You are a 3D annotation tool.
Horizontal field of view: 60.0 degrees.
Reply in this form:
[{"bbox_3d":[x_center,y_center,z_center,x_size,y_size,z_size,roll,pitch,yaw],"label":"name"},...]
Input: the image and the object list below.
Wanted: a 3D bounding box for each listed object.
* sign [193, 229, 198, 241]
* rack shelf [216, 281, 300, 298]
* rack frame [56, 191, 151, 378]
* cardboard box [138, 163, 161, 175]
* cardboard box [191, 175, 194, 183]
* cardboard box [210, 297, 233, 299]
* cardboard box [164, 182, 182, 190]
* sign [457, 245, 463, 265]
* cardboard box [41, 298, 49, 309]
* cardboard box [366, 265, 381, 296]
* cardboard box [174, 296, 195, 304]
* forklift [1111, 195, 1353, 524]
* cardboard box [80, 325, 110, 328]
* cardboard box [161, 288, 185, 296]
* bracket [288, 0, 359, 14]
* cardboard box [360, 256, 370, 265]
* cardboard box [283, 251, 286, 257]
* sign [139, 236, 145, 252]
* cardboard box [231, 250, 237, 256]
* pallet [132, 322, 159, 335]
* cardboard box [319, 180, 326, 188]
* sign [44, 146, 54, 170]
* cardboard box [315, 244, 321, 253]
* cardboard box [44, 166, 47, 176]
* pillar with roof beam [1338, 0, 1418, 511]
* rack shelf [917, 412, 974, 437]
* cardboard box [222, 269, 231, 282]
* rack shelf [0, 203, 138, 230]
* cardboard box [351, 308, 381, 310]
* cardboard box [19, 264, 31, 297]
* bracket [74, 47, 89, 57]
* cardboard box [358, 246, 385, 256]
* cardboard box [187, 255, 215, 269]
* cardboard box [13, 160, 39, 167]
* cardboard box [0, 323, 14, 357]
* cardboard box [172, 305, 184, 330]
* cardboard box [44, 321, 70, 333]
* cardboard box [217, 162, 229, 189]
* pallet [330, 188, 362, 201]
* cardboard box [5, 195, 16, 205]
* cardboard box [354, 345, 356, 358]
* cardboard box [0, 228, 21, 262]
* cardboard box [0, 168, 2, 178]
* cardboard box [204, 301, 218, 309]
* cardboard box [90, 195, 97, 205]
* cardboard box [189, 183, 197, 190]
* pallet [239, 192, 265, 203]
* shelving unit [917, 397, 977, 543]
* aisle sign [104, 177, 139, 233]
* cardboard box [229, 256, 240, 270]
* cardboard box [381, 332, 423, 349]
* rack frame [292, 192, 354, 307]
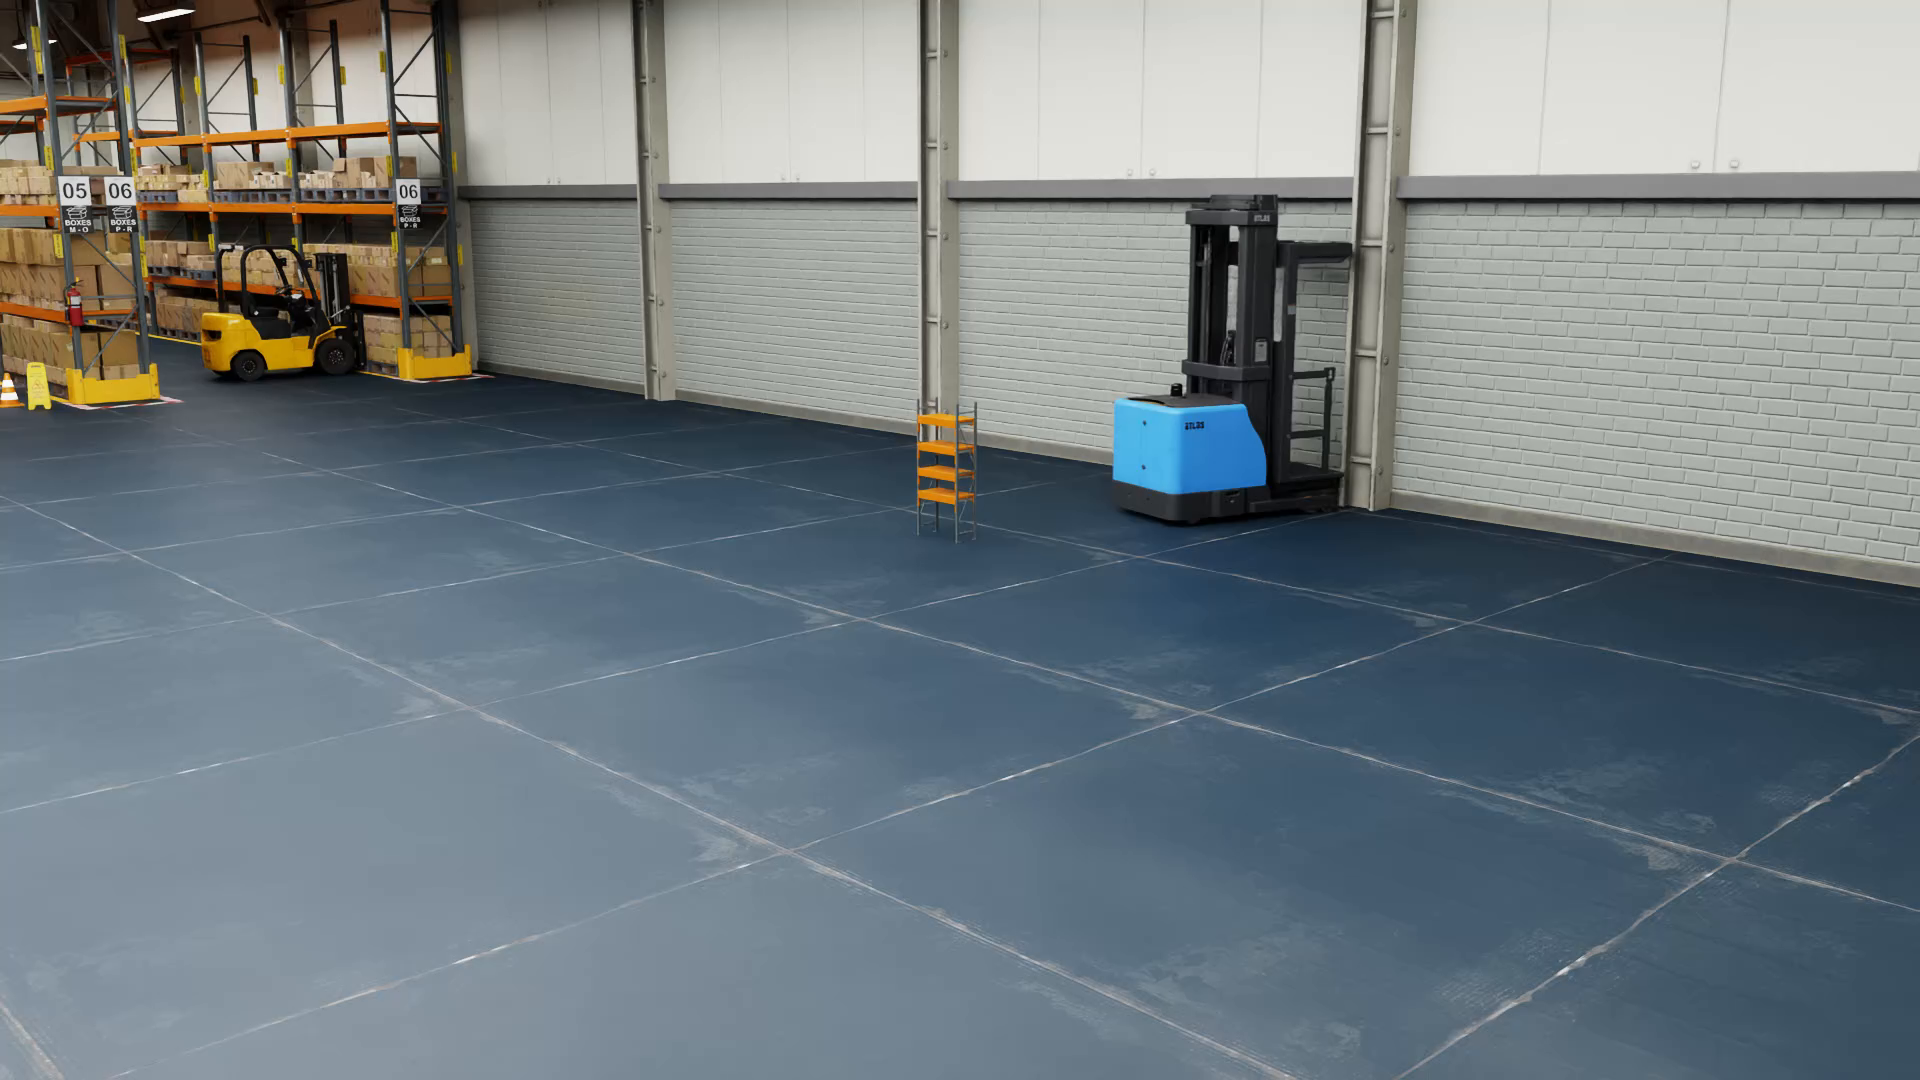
[{"bbox_3d":[-16.603,-6.588,36.086,0.100,0.325,0.005,-11,16,-43],"label":"sign"},{"bbox_3d":[-12.858,-4.715,31.647,1.077,0.370,4.000,-11,16,-43],"label":"rack shelf"},{"bbox_3d":[-12.302,-3.500,23.965,1.000,3.000,0.127,-11,16,-43],"label":"rack frame"},{"bbox_3d":[-17.046,-7.800,34.974,0.396,0.266,0.258,-11,16,-43],"label":"cardboard box"},{"bbox_3d":[-15.161,-7.233,33.298,0.380,0.149,0.250,-11,16,-43],"label":"cardboard box"},{"bbox_3d":[-15.461,-5.005,34.816,0.250,0.149,0.380,11,16,43],"label":"cardboard box"},{"bbox_3d":[-16.003,-7.224,33.943,0.380,0.149,0.250,-10,16,-41],"label":"cardboard box"},{"bbox_3d":[-8.309,-4.731,27.600,0.100,0.325,0.005,-11,16,-43],"label":"sign"},{"bbox_3d":[-13.331,-3.497,24.573,0.380,0.149,0.250,-11,16,-42],"label":"cardboard box"},{"bbox_3d":[-9.596,-4.353,27.859,0.500,0.500,0.500,-10,15,-41],"label":"cardboard box"},{"bbox_3d":[-16.314,-5.049,35.033,0.380,0.149,0.250,-11,16,-44],"label":"cardboard box"},{"bbox_3d":[2.966,-1.770,15.737,3.031,2.935,1.130,-6,13,-28],"label":"forklift"},{"bbox_3d":[-13.381,-3.036,25.627,0.500,0.500,0.500,-10,16,-41],"label":"cardboard box"},{"bbox_3d":[-16.732,-5.267,35.354,0.250,0.149,0.380,11,16,42],"label":"cardboard box"},{"bbox_3d":[-10.866,-9.508,29.338,0.076,0.066,4.783,-11,16,-43],"label":"bracket"},{"bbox_3d":[-9.871,-4.720,28.032,0.250,0.149,0.380,11,16,43],"label":"cardboard box"},{"bbox_3d":[-12.196,-5.239,30.554,0.380,0.149,0.250,-11,16,-43],"label":"cardboard box"},{"bbox_3d":[-17.389,-6.291,35.365,0.100,0.325,0.005,-11,16,-43],"label":"sign"},{"bbox_3d":[-13.851,-5.566,32.138,0.380,0.149,0.250,-10,16,-41],"label":"cardboard box"},{"bbox_3d":[-17.475,-4.678,36.594,1.003,0.211,1.213,-11,16,-43],"label":"pallet"},{"bbox_3d":[-10.856,-6.157,28.761,0.380,0.149,0.250,-10,15,-41],"label":"cardboard box"},{"bbox_3d":[-12.717,-5.328,23.211,0.100,0.325,0.005,-11,16,-43],"label":"sign"},{"bbox_3d":[-11.213,-5.177,29.514,0.380,0.149,0.250,-11,16,-42],"label":"cardboard box"},{"bbox_3d":[-12.899,-5.288,23.855,0.380,0.149,0.250,-11,16,-42],"label":"cardboard box"},{"bbox_3d":[0.773,-4.131,12.160,9.100,9.000,0.400,-11,16,-43],"label":"pillar with roof beam"},{"bbox_3d":[-0.114,-0.997,14.328,0.258,0.148,0.480,-11,16,-43],"label":"rack shelf"},{"bbox_3d":[-14.110,-5.187,32.527,0.500,0.250,0.500,-11,16,-42],"label":"cardboard box"},{"bbox_3d":[-13.683,-4.908,25.151,1.077,0.370,4.000,-11,16,-43],"label":"rack shelf"},{"bbox_3d":[-10.636,-4.008,29.726,0.500,0.250,0.500,-11,16,-43],"label":"cardboard box"},{"bbox_3d":[-13.898,-3.959,25.209,0.500,0.500,0.500,-11,16,-42],"label":"cardboard box"},{"bbox_3d":[-20.944,-11.637,39.676,0.235,0.232,0.430,-11,16,-43],"label":"bracket"},{"bbox_3d":[-9.886,-4.863,27.987,0.380,0.149,0.250,-10,16,-41],"label":"cardboard box"},{"bbox_3d":[-15.202,-5.601,33.493,0.500,0.250,0.500,11,16,42],"label":"cardboard box"},{"bbox_3d":[-15.529,-6.142,27.449,0.500,0.250,0.500,-11,16,-44],"label":"cardboard box"},{"bbox_3d":[-14.852,-3.186,26.357,0.500,0.500,0.500,-10,15,-40],"label":"cardboard box"},{"bbox_3d":[-16.114,-4.673,34.813,0.500,0.500,0.500,11,16,43],"label":"cardboard box"},{"bbox_3d":[-13.346,-3.168,24.664,0.380,0.149,0.250,-10,15,-41],"label":"cardboard box"},{"bbox_3d":[-13.915,-6.993,31.948,0.500,0.500,0.500,-11,16,-42],"label":"cardboard box"},{"bbox_3d":[-10.031,-5.903,28.414,1.003,0.211,1.213,-11,16,-43],"label":"pallet"},{"bbox_3d":[-14.200,-5.150,25.162,0.380,0.149,0.250,-11,16,-44],"label":"cardboard box"},{"bbox_3d":[-10.318,-3.296,28.751,0.500,0.250,0.500,-10,15,-41],"label":"cardboard box"},{"bbox_3d":[-14.253,-4.519,25.448,0.700,0.500,0.500,-11,16,-44],"label":"cardboard box"},{"bbox_3d":[-14.544,-5.613,25.435,0.380,0.149,0.250,-11,16,-43],"label":"cardboard box"},{"bbox_3d":[-14.974,-4.731,33.487,0.250,0.149,0.380,11,16,42],"label":"cardboard box"},{"bbox_3d":[-12.542,-4.965,24.267,0.250,0.149,0.380,11,16,43],"label":"cardboard box"},{"bbox_3d":[-15.189,-7.081,33.299,0.380,0.149,0.250,-11,16,-43],"label":"cardboard box"},{"bbox_3d":[-12.931,-6.487,31.498,1.003,0.211,1.213,-10,15,-40],"label":"pallet"},{"bbox_3d":[-0.114,-0.612,14.408,0.258,1.200,0.503,-11,16,-43],"label":"shelving unit"},{"bbox_3d":[-12.035,-4.807,23.868,0.394,0.787,0.004,-11,16,-43],"label":"aisle sign"},{"bbox_3d":[-13.765,-5.359,32.121,0.500,0.250,0.500,-10,15,-41],"label":"cardboard box"},{"bbox_3d":[-9.277,-3.323,27.643,0.500,0.250,0.500,-11,16,-43],"label":"cardboard box"},{"bbox_3d":[-11.477,-4.776,30.158,1.000,3.000,0.127,-11,16,-43],"label":"rack frame"}]
